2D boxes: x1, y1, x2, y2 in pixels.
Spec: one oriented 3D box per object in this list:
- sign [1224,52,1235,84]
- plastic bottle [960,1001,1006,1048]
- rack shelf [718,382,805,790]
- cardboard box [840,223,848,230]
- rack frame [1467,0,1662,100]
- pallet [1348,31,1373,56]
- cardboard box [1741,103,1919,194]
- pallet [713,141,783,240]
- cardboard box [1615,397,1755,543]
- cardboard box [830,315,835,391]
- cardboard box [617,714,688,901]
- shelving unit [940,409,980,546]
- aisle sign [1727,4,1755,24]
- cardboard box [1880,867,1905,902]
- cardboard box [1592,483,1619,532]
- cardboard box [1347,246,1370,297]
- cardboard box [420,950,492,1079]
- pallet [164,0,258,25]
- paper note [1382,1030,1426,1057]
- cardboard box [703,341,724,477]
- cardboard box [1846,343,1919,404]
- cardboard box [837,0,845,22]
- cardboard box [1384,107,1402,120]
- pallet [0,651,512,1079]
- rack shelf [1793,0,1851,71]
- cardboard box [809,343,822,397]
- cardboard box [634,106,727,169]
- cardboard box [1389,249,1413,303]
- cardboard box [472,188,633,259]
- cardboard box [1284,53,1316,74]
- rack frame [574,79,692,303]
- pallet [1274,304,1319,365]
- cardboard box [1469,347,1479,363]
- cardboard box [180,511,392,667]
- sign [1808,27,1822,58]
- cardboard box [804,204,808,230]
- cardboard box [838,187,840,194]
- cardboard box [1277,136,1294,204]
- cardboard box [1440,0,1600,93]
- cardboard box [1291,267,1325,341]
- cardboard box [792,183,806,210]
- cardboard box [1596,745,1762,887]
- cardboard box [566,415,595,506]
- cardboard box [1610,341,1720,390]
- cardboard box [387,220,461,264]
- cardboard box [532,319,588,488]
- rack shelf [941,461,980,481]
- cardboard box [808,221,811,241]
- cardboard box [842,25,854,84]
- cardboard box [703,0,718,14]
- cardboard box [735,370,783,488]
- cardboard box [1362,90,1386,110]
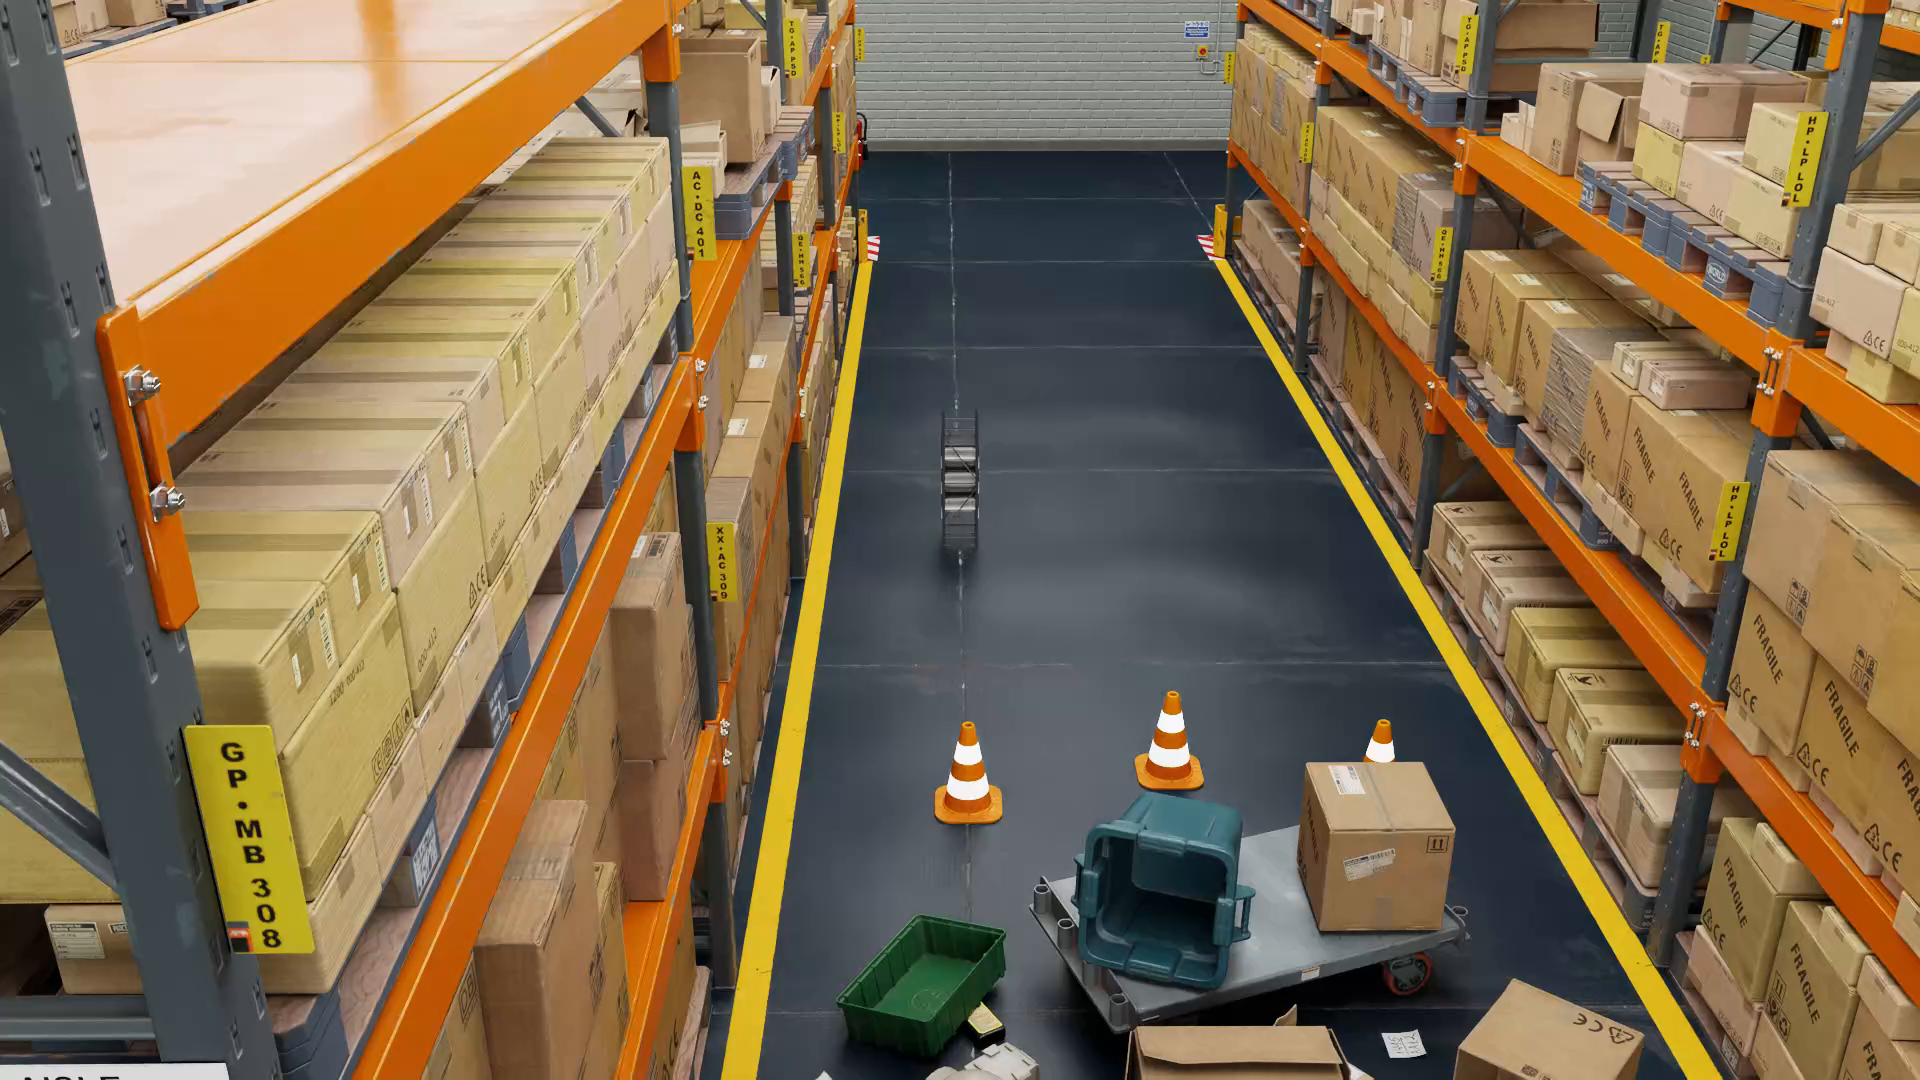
[{"bbox_3d":[2.810,-4.921,17.344,0.100,0.325,0.005,0,24,-1],"label":"sign"},{"bbox_3d":[0.059,1.964,6.833,0.133,0.061,0.283,-14,28,-28],"label":"plastic bottle"},{"bbox_3d":[-1.475,0.022,8.435,1.077,0.370,4.000,0,24,-1],"label":"rack shelf"},{"bbox_3d":[-1.310,-3.056,16.595,0.380,0.149,0.250,-1,24,-3],"label":"cardboard box"},{"bbox_3d":[3.452,-3.927,9.013,1.000,3.000,0.127,0,24,-1],"label":"rack frame"},{"bbox_3d":[3.468,-3.744,12.481,0.805,0.209,1.217,-1,24,-3],"label":"pallet"},{"bbox_3d":[3.362,-1.501,6.355,0.500,0.250,0.500,0,24,1],"label":"cardboard box"},{"bbox_3d":[-1.421,-1.685,7.924,1.003,0.211,1.213,1,24,2],"label":"pallet"},{"bbox_3d":[3.254,-0.312,7.307,0.500,0.500,0.500,0,24,0],"label":"cardboard box"},{"bbox_3d":[-1.280,-1.527,13.510,0.500,0.500,0.500,-1,24,-2],"label":"cardboard box"},{"bbox_3d":[-1.408,0.828,5.596,0.875,0.550,0.550,0,24,-1],"label":"cardboard box"},{"bbox_3d":[0.000,-0.413,11.072,0.258,0.900,0.210,0,24,-1],"label":"shelving unit"},{"bbox_3d":[8.034,-5.726,17.115,0.394,0.787,0.004,0,24,-1],"label":"aisle sign"},{"bbox_3d":[3.268,1.125,5.427,0.380,0.149,0.250,0,24,-1],"label":"cardboard box"},{"bbox_3d":[3.184,-0.153,7.744,0.380,0.149,0.250,0,24,0],"label":"cardboard box"},{"bbox_3d":[3.142,-1.961,12.127,0.500,0.250,0.500,-1,24,-1],"label":"cardboard box"},{"bbox_3d":[-1.473,1.227,3.405,0.875,0.550,0.550,0,24,-1],"label":"cardboard box"},{"bbox_3d":[-6.500,-4.461,13.941,1.003,0.211,1.213,0,24,-1],"label":"pallet"},{"bbox_3d":[1.795,2.033,6.717,0.148,0.019,0.142,0,24,-1],"label":"paper note"},{"bbox_3d":[-1.477,-0.608,7.619,0.700,0.500,0.500,0,24,0],"label":"cardboard box"},{"bbox_3d":[3.198,-0.560,5.513,0.380,0.149,0.250,0,24,-1],"label":"cardboard box"},{"bbox_3d":[-1.282,-4.690,14.521,0.500,0.250,0.500,1,24,2],"label":"cardboard box"},{"bbox_3d":[3.664,-3.160,13.263,0.500,0.500,0.500,1,24,1],"label":"cardboard box"},{"bbox_3d":[-1.428,0.535,2.896,1.003,0.211,1.213,0,24,-1],"label":"pallet"},{"bbox_3d":[3.474,-2.593,7.422,1.077,0.370,4.000,0,24,-1],"label":"rack shelf"},{"bbox_3d":[-1.260,-1.222,11.926,0.500,0.250,0.500,0,24,0],"label":"cardboard box"},{"bbox_3d":[-1.262,-1.796,7.473,0.396,0.266,0.258,0,24,-1],"label":"cardboard box"},{"bbox_3d":[3.183,-1.763,11.084,0.500,0.250,0.500,-1,24,-2],"label":"cardboard box"},{"bbox_3d":[-1.123,-0.874,4.609,0.380,0.149,0.250,0,24,0],"label":"cardboard box"},{"bbox_3d":[3.136,-4.291,14.977,0.380,0.149,0.250,-1,24,-2],"label":"cardboard box"},{"bbox_3d":[-1.453,-2.215,5.228,1.000,3.000,0.127,0,24,-1],"label":"rack frame"},{"bbox_3d":[3.478,-1.885,15.162,1.003,0.211,1.213,0,24,-1],"label":"pallet"},{"bbox_3d":[3.270,-1.136,9.917,0.380,0.149,0.250,-2,24,-4],"label":"cardboard box"},{"bbox_3d":[-1.097,0.072,2.518,0.380,0.149,0.250,0,24,0],"label":"cardboard box"},{"bbox_3d":[8.883,-5.180,17.275,0.100,0.325,0.005,0,24,-1],"label":"sign"},{"bbox_3d":[-1.326,-2.397,12.344,0.380,0.149,0.250,-1,24,-3],"label":"cardboard box"},{"bbox_3d":[-1.283,-3.214,15.021,0.380,0.149,0.250,0,24,0],"label":"cardboard box"},{"bbox_3d":[3.136,-3.290,14.762,0.500,0.500,0.500,-1,24,-2],"label":"cardboard box"},{"bbox_3d":[3.297,-2.954,9.866,0.797,0.503,0.637,-2,24,-4],"label":"cardboard box"},{"bbox_3d":[3.509,-2.125,14.909,0.875,0.438,0.875,-1,24,-1],"label":"cardboard box"},{"bbox_3d":[-1.334,-2.535,12.288,0.380,0.149,0.250,-1,24,-2],"label":"cardboard box"},{"bbox_3d":[3.487,1.244,7.538,0.950,0.372,0.625,0,24,0],"label":"cardboard box"},{"bbox_3d":[-1.112,-0.193,4.071,0.380,0.149,0.250,0,24,-1],"label":"cardboard box"},{"bbox_3d":[3.218,-0.800,7.599,0.380,0.149,0.250,-1,24,-3],"label":"cardboard box"},{"bbox_3d":[-1.721,-0.742,4.800,0.500,0.250,0.500,0,24,-1],"label":"cardboard box"},{"bbox_3d":[-1.176,-0.328,3.886,0.500,0.250,0.500,0,24,-1],"label":"cardboard box"},{"bbox_3d":[0.000,-0.465,11.049,0.258,0.077,0.200,0,24,-1],"label":"rack shelf"},{"bbox_3d":[-1.331,-2.379,12.666,0.380,0.149,0.250,-1,24,-3],"label":"cardboard box"},{"bbox_3d":[-1.330,-4.876,16.695,0.500,0.500,0.500,-1,24,-2],"label":"cardboard box"},{"bbox_3d":[-1.795,-3.587,10.850,0.396,0.266,0.258,0,24,-1],"label":"cardboard box"},{"bbox_3d":[-1.214,-0.580,8.770,0.500,0.500,0.500,-1,24,-1],"label":"cardboard box"},{"bbox_3d":[3.645,-3.541,14.104,0.500,0.500,0.500,0,24,0],"label":"cardboard box"}]
